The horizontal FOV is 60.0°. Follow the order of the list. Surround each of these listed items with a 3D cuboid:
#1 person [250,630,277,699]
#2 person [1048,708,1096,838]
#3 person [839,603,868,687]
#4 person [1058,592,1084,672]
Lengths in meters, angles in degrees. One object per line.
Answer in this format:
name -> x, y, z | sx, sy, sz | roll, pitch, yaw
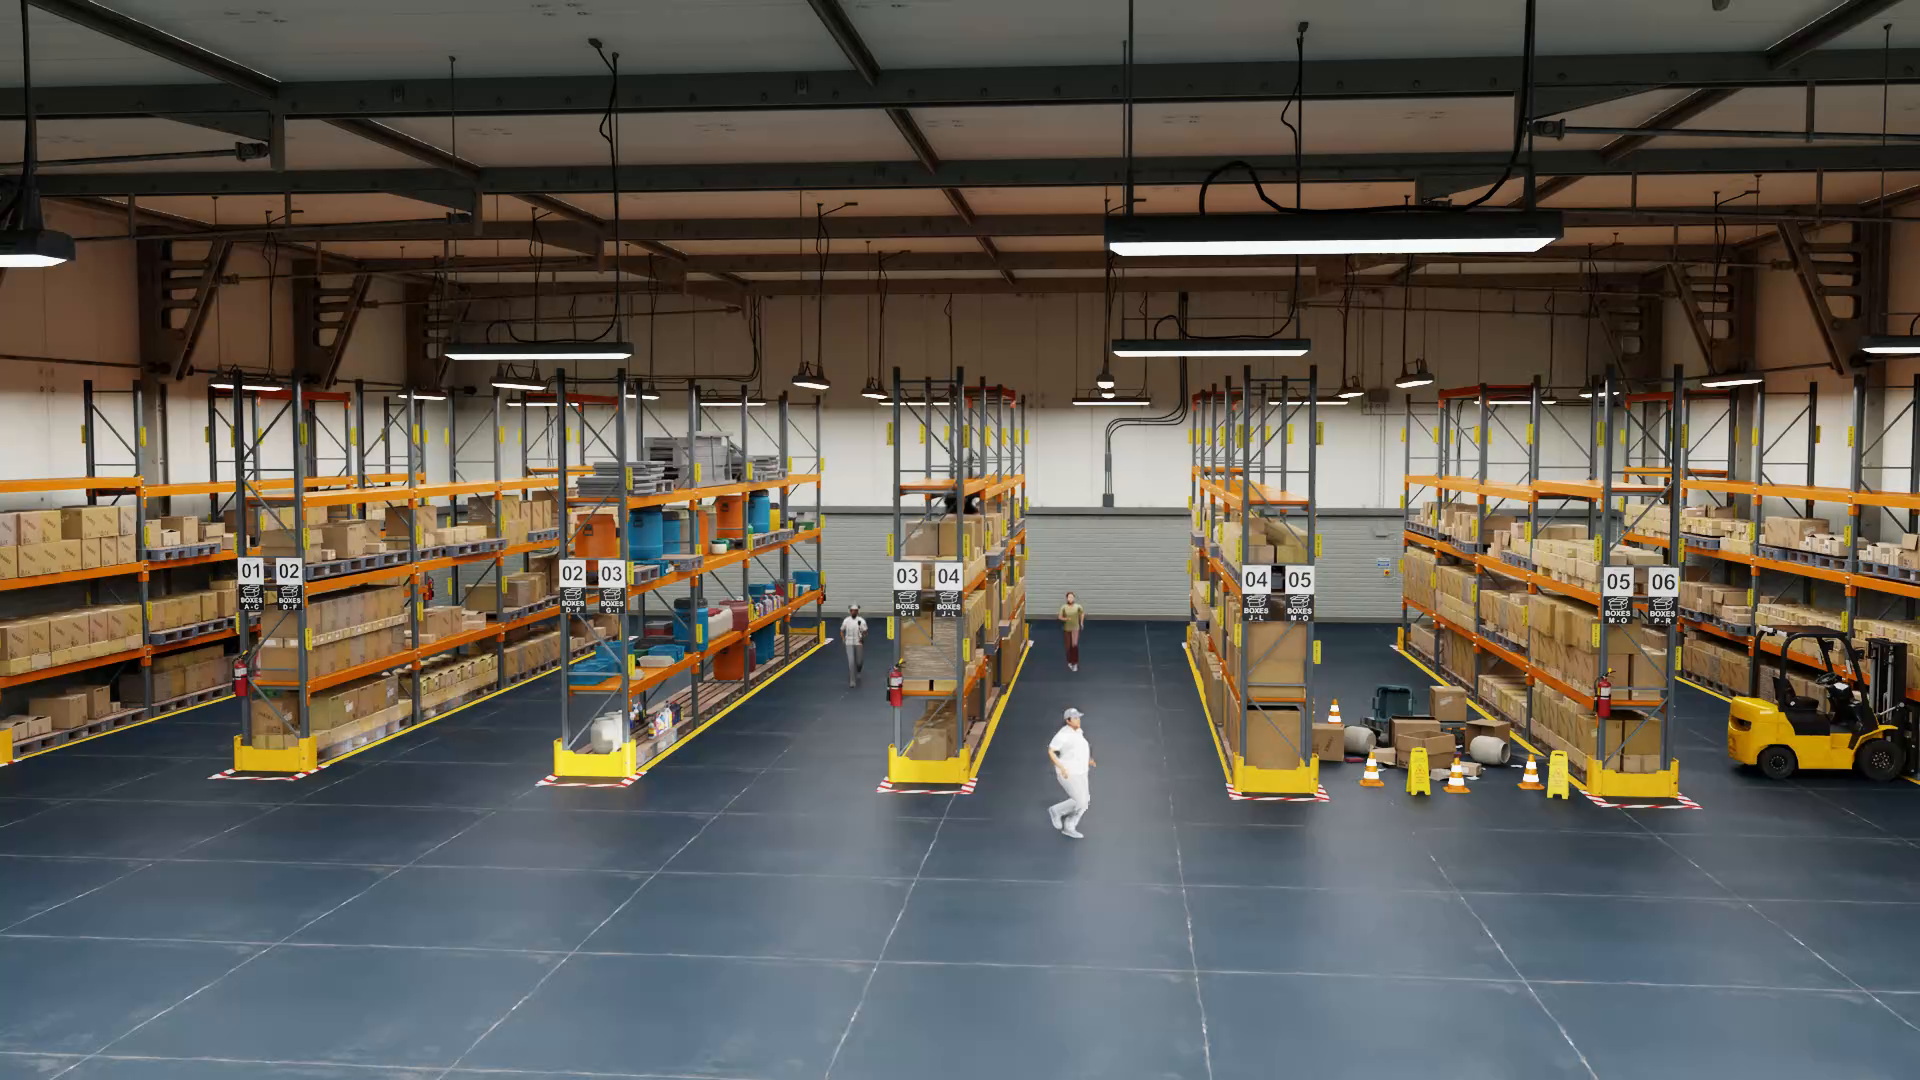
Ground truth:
person -> -11.685, 2.373, 28.022 | 0.635, 1.809, 0.681 | 0, 4, -2
person -> 1.417, 2.907, 20.756 | 0.547, 1.624, 0.607 | 3, 4, 36
person -> -2.151, 2.095, 33.449 | 0.559, 1.654, 0.658 | 0, 4, -3
person -> 2.374, 1.958, 35.538 | 0.540, 1.700, 0.706 | 1, 4, 8
